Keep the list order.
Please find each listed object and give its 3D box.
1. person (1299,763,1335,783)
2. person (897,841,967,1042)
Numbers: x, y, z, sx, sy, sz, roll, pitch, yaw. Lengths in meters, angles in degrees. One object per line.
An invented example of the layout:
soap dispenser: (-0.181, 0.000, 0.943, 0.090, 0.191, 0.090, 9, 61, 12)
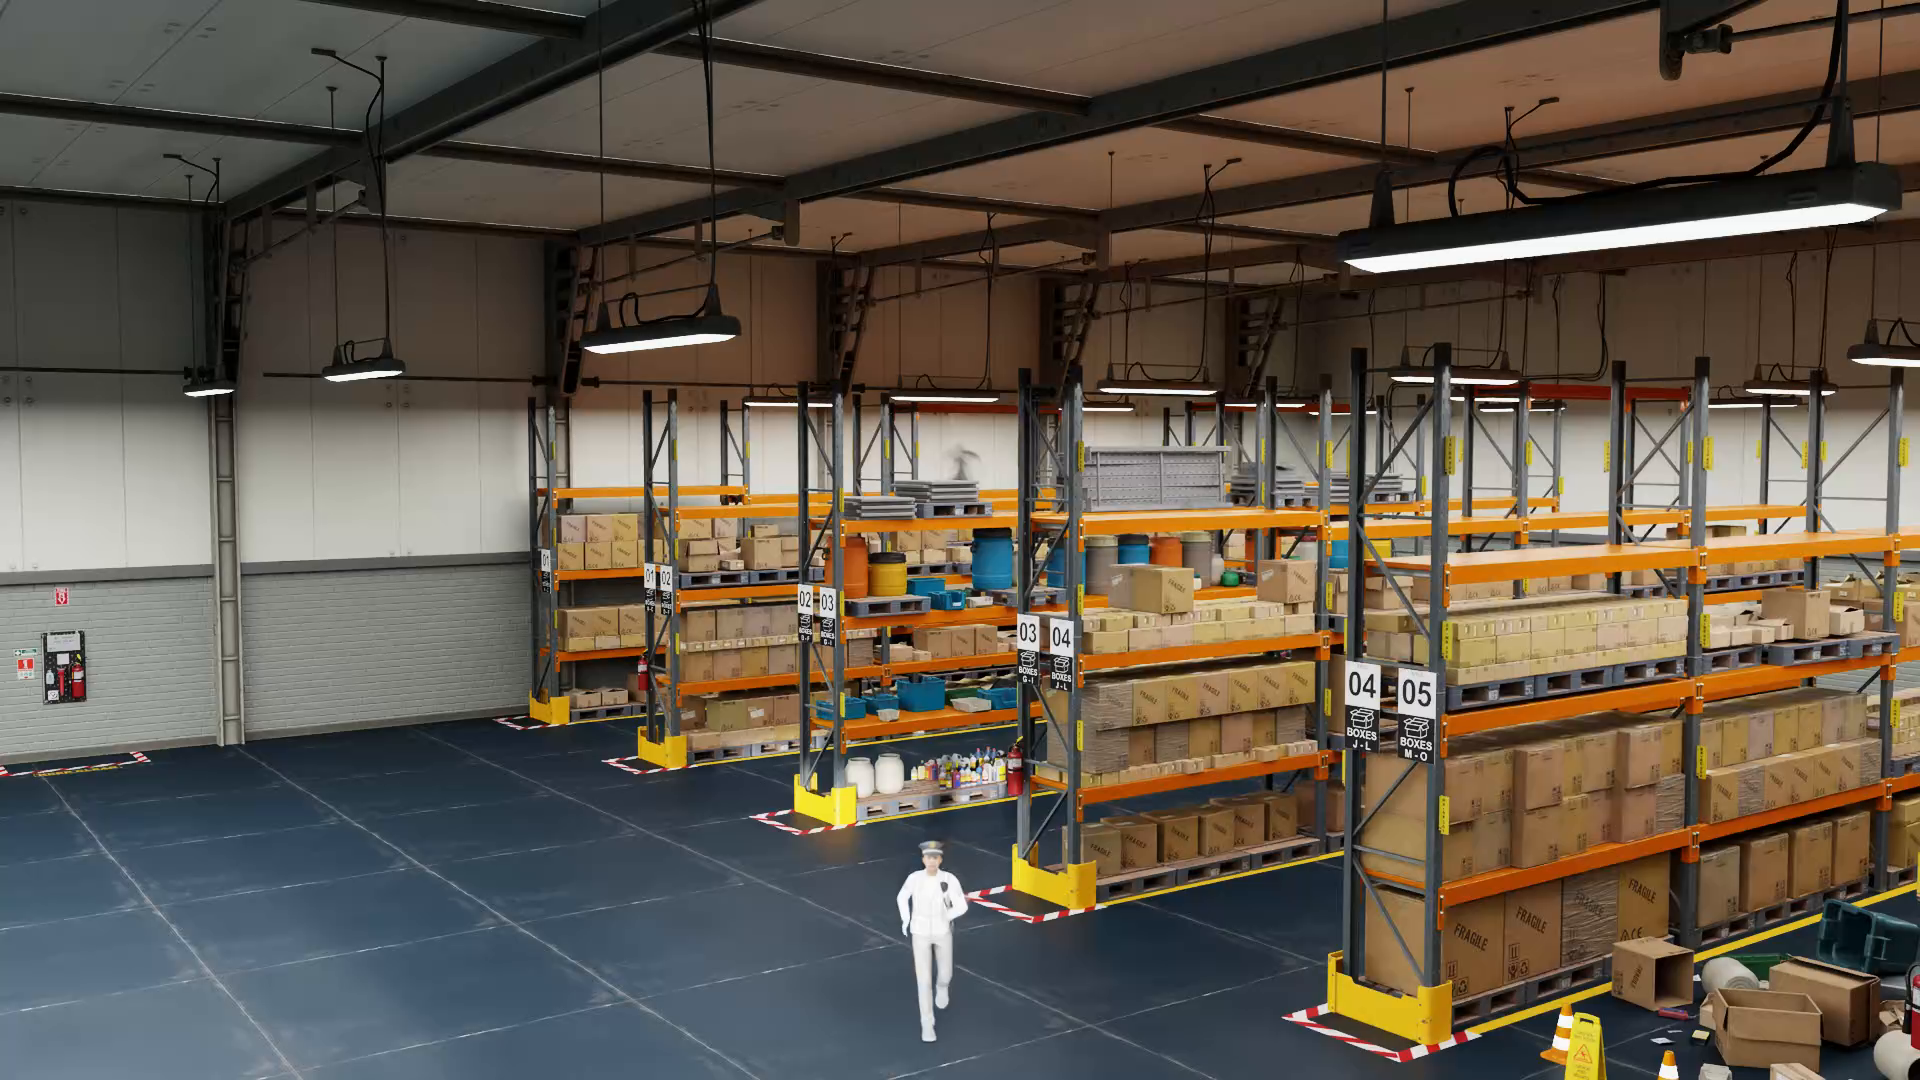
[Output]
person: (5.237, 2.914, 24.676, 0.760, 1.630, 0.577, -3, 4, -41)
person: (-0.247, 3.455, 14.614, 0.625, 1.667, 0.862, 0, 3, 0)
